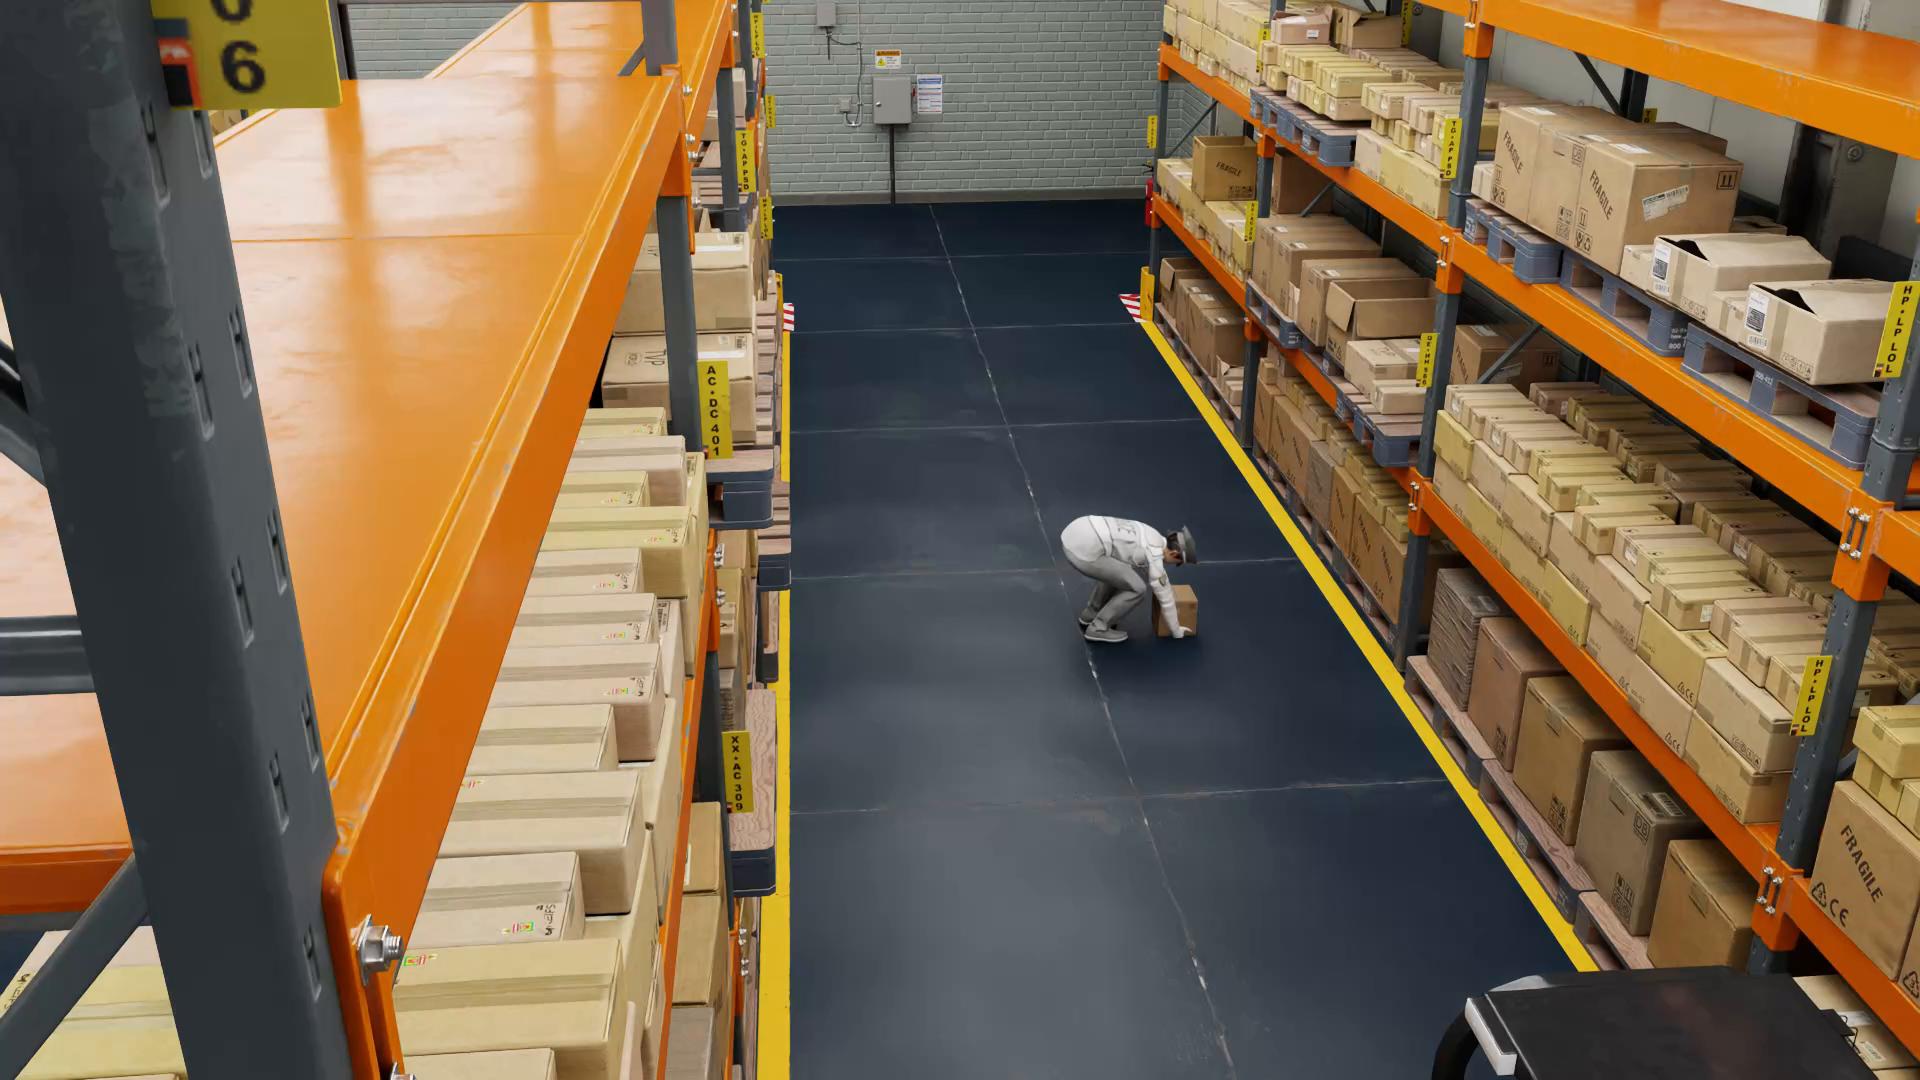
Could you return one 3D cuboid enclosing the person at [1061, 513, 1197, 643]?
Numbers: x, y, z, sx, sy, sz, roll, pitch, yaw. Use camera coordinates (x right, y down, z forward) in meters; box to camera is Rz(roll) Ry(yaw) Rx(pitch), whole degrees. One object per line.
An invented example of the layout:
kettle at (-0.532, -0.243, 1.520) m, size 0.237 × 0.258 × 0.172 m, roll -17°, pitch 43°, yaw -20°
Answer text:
person at (1.103, 0.237, 10.855) m, size 0.898 × 0.822 × 0.469 m, roll -3°, pitch 24°, yaw -7°
